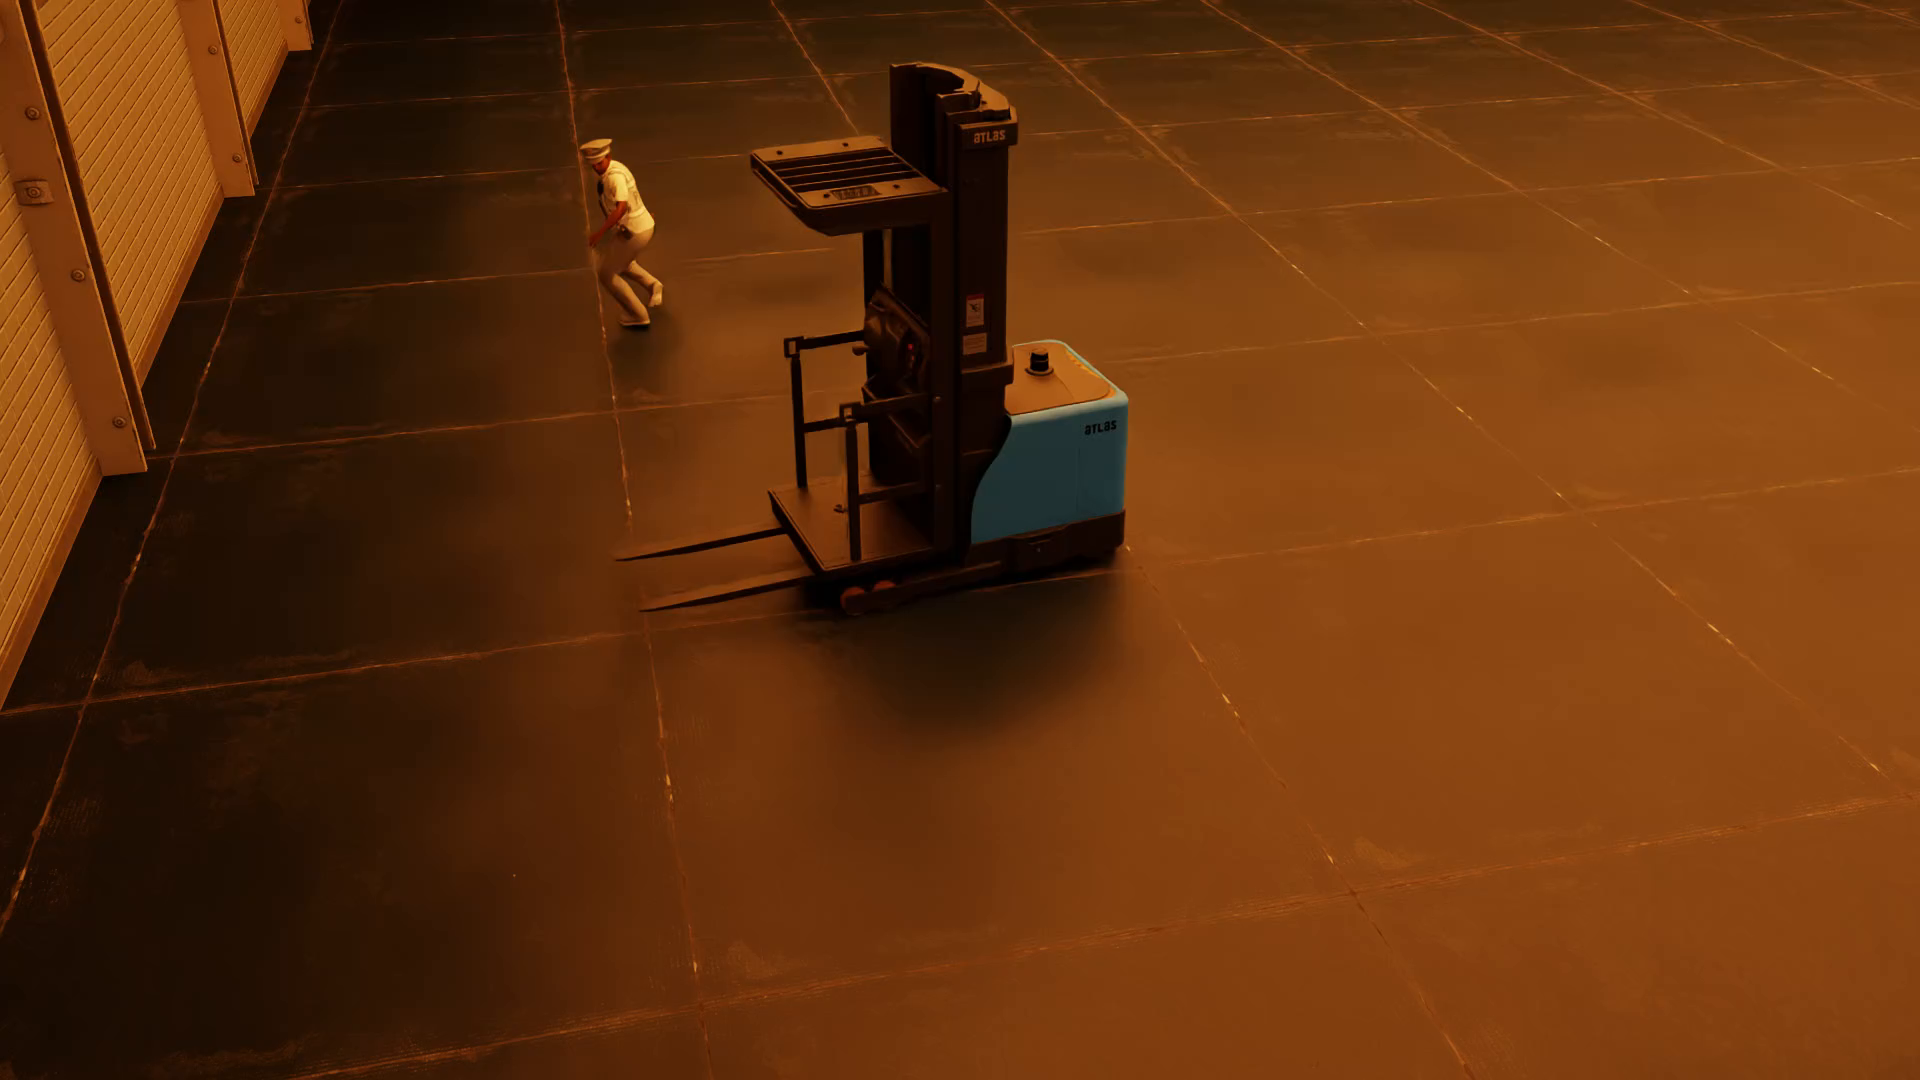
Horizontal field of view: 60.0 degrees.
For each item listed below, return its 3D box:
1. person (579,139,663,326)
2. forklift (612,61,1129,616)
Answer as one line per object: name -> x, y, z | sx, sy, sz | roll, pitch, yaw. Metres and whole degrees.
person -> -2.701, -2.482, 13.368 | 0.505, 1.531, 0.908 | -1, 30, -1
forklift -> -0.550, -1.124, 9.516 | 3.031, 2.935, 1.130 | -12, 32, -20
